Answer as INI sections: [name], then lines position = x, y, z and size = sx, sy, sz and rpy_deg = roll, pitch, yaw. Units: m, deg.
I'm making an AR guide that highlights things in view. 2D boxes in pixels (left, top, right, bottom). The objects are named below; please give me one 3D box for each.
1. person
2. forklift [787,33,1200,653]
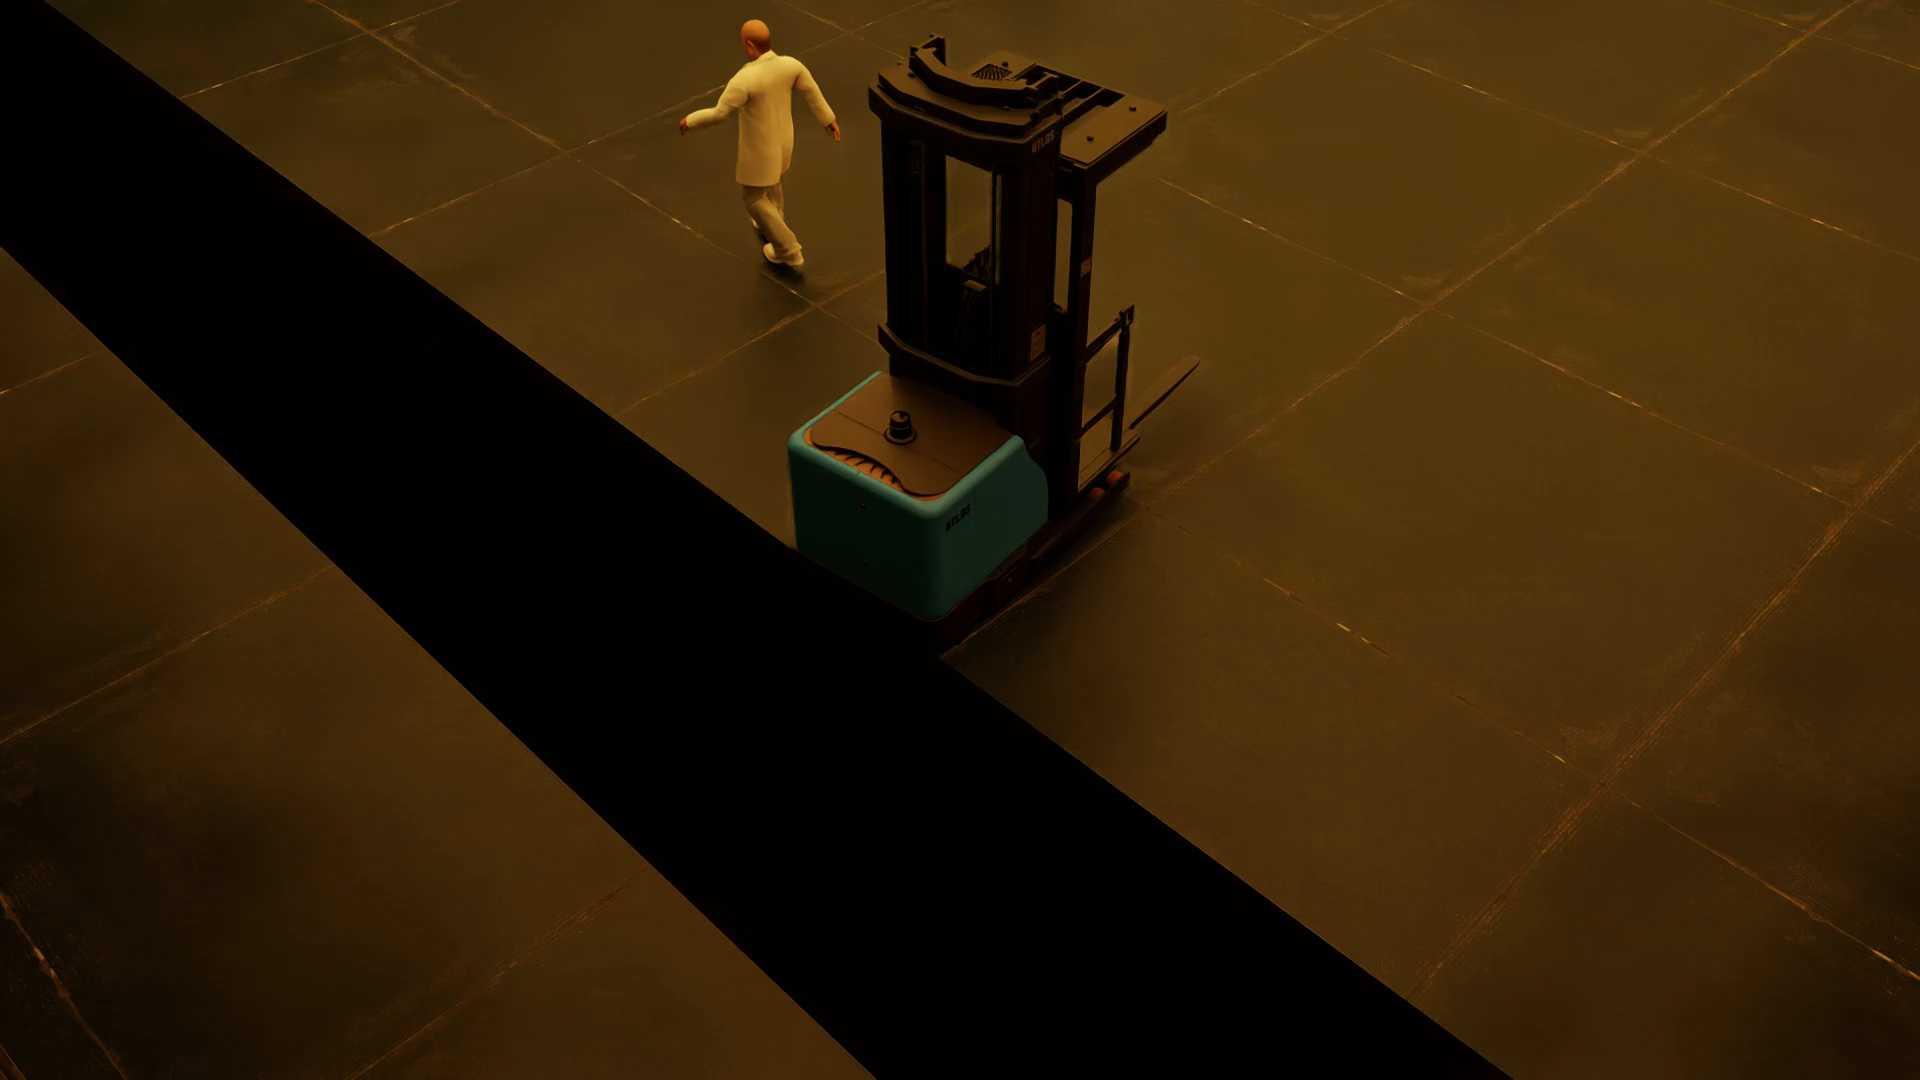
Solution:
[person]
position = -1.329, -2.751, 11.481
size = 0.806, 1.760, 0.980
rpy_deg = 32, 51, 30
[forklift]
position = 0.364, -1.416, 9.132
size = 1.130, 2.935, 3.031
rpy_deg = 27, 49, 27
